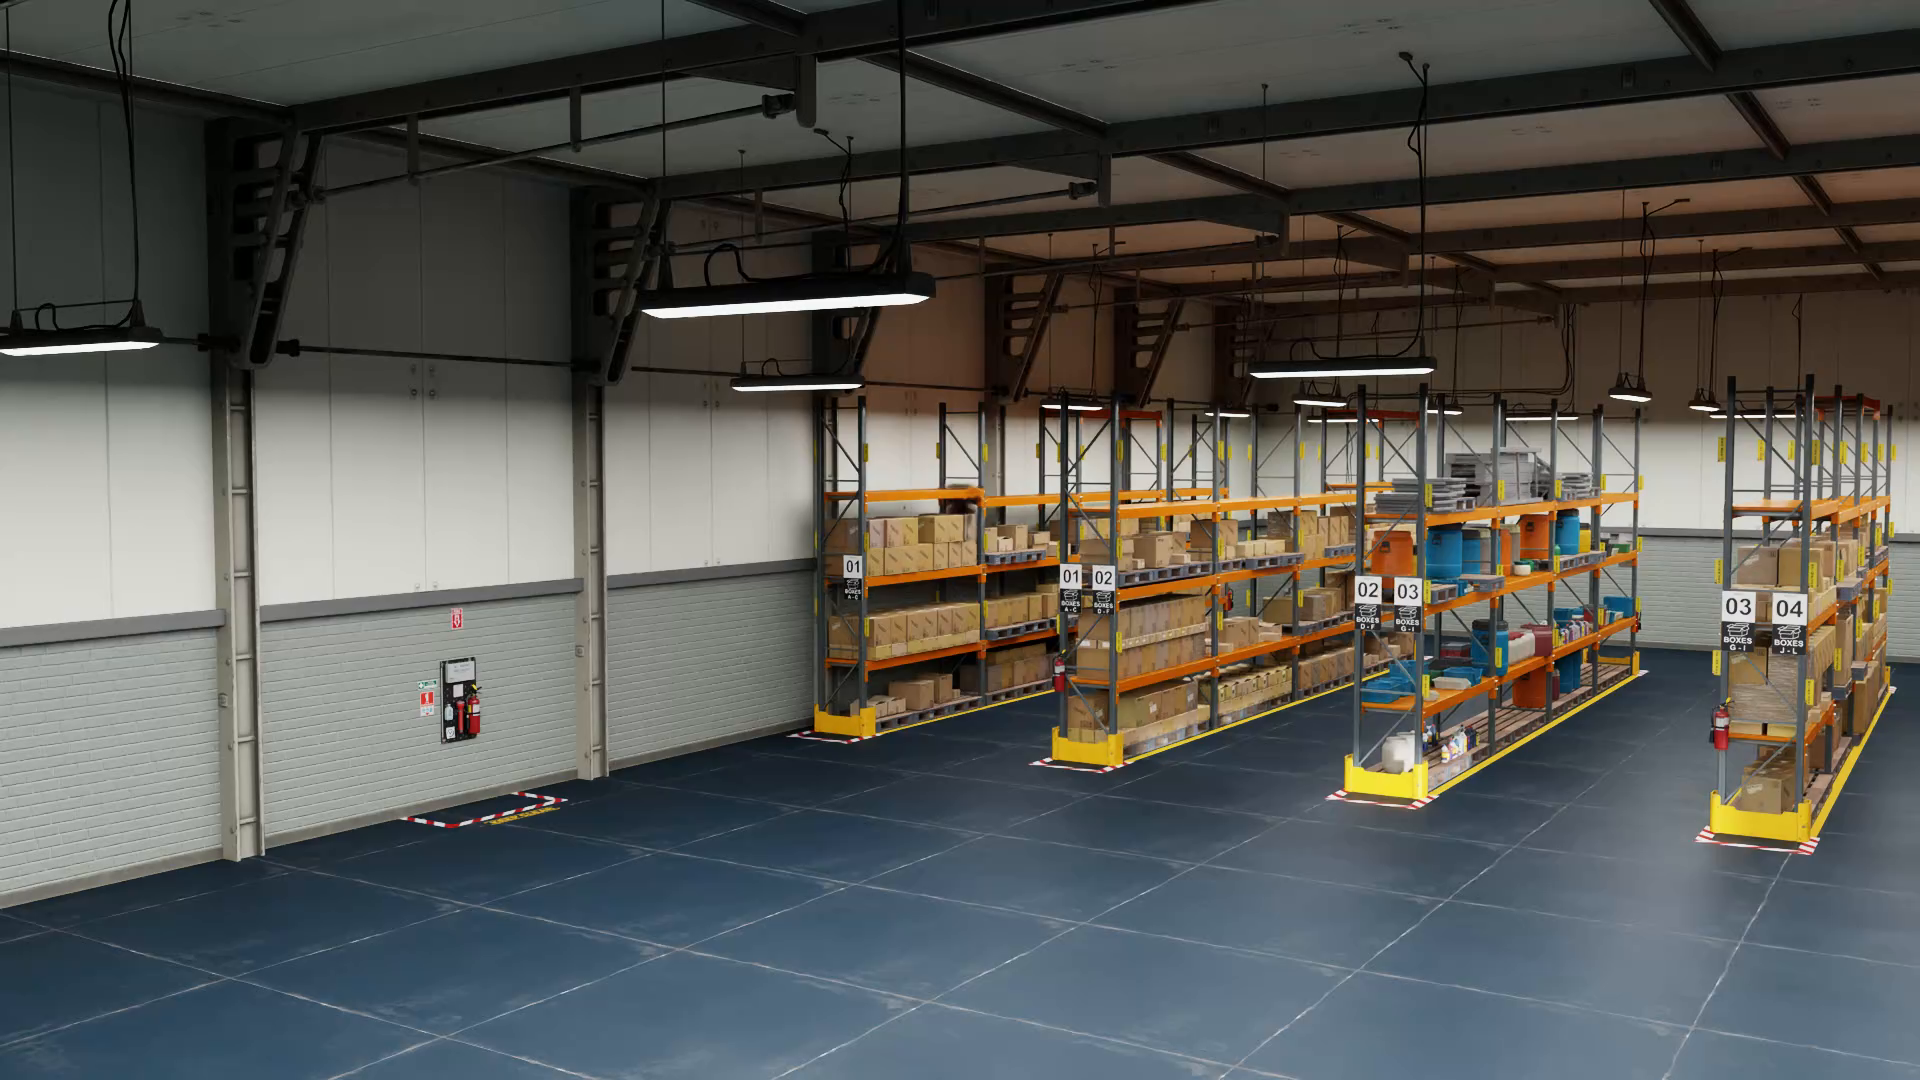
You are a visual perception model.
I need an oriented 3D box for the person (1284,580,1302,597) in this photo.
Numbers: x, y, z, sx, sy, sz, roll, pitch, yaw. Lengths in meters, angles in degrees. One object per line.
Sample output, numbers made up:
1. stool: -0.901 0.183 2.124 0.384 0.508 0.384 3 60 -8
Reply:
1. person: 8.781 1.865 43.784 0.617 1.695 0.908 0 3 7
